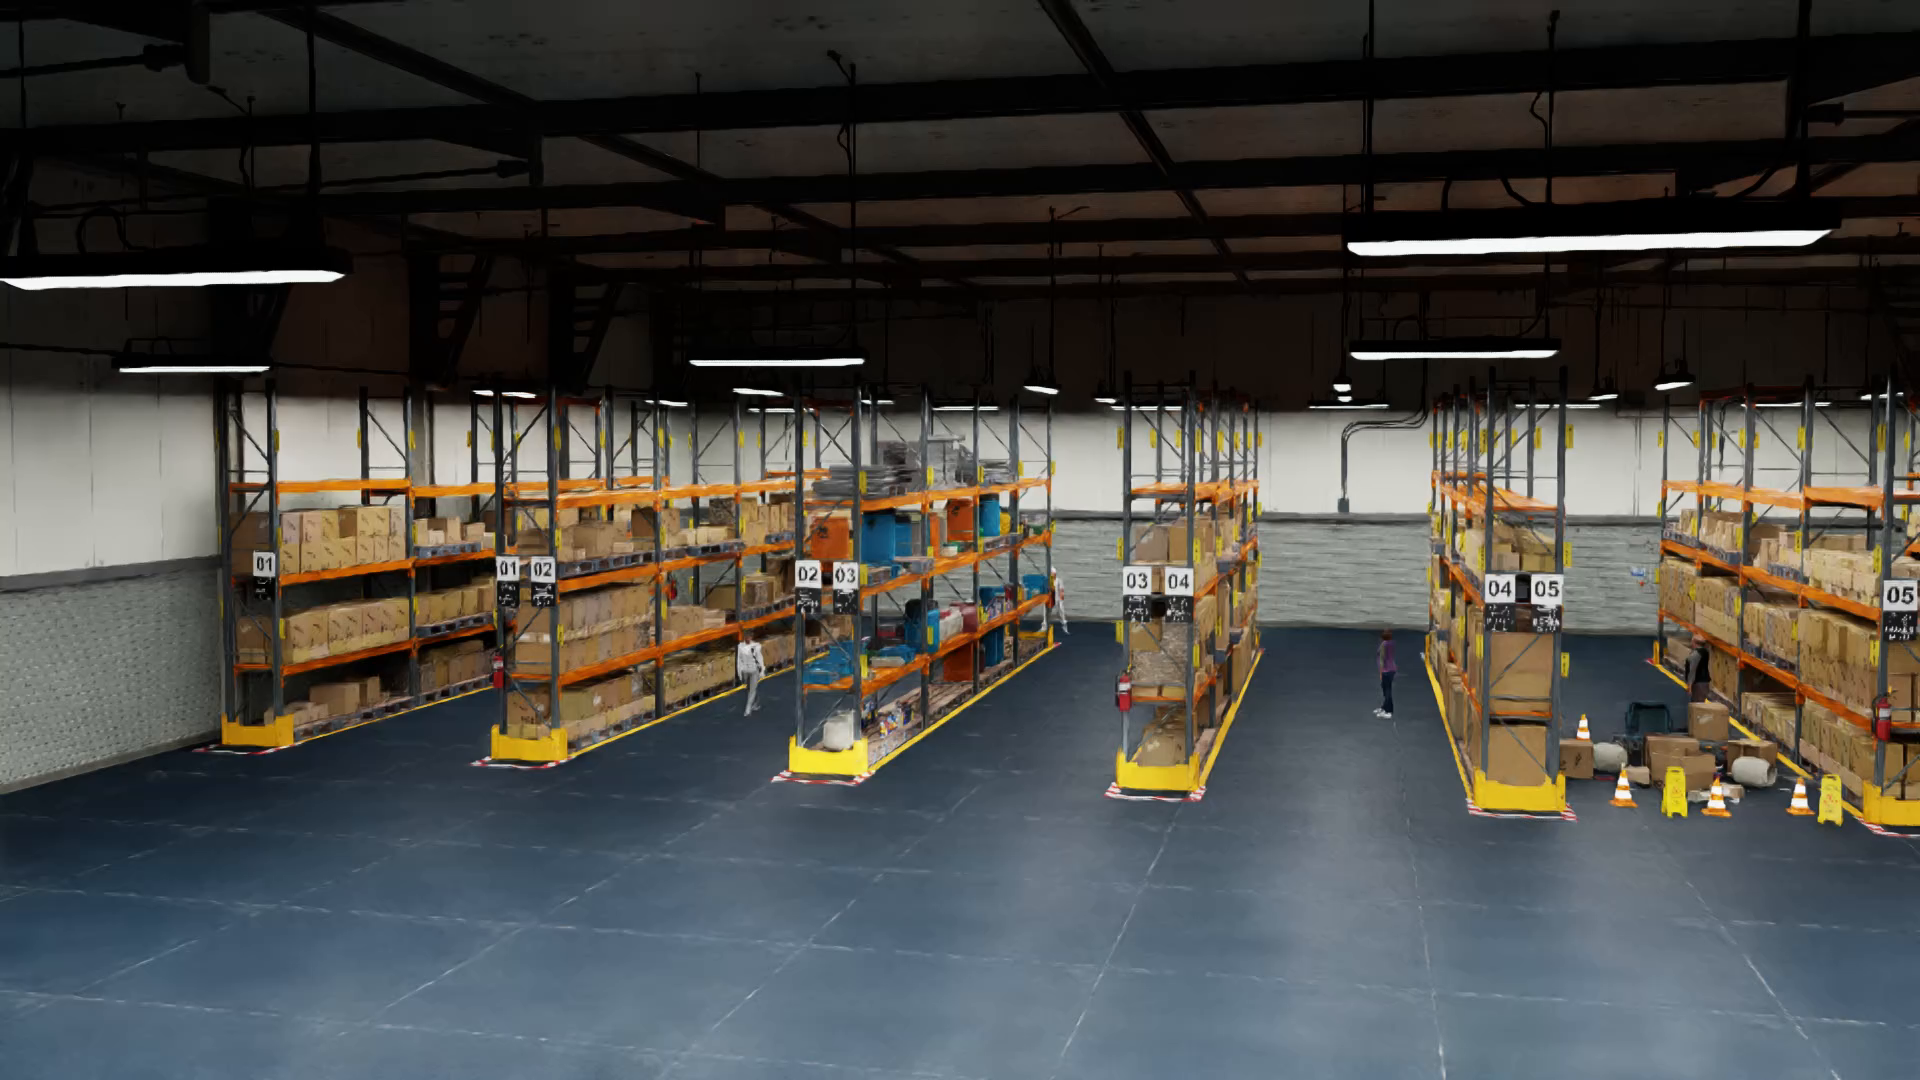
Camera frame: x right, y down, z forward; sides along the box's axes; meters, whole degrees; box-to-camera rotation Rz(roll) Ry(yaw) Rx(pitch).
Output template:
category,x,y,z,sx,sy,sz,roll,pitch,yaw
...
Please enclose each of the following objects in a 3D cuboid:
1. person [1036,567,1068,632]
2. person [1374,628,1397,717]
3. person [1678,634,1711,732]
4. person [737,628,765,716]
category,x,y,z,sx,sy,sz,roll,pitch,yaw
person,2.411,1.559,42.900,0.596,1.742,0.961,3,4,37
person,7.693,2.387,30.099,0.450,1.599,0.467,3,5,44
person,12.440,2.439,28.133,0.586,1.718,0.639,3,4,38
person,-3.840,2.371,30.289,0.495,1.589,1.086,1,4,16
